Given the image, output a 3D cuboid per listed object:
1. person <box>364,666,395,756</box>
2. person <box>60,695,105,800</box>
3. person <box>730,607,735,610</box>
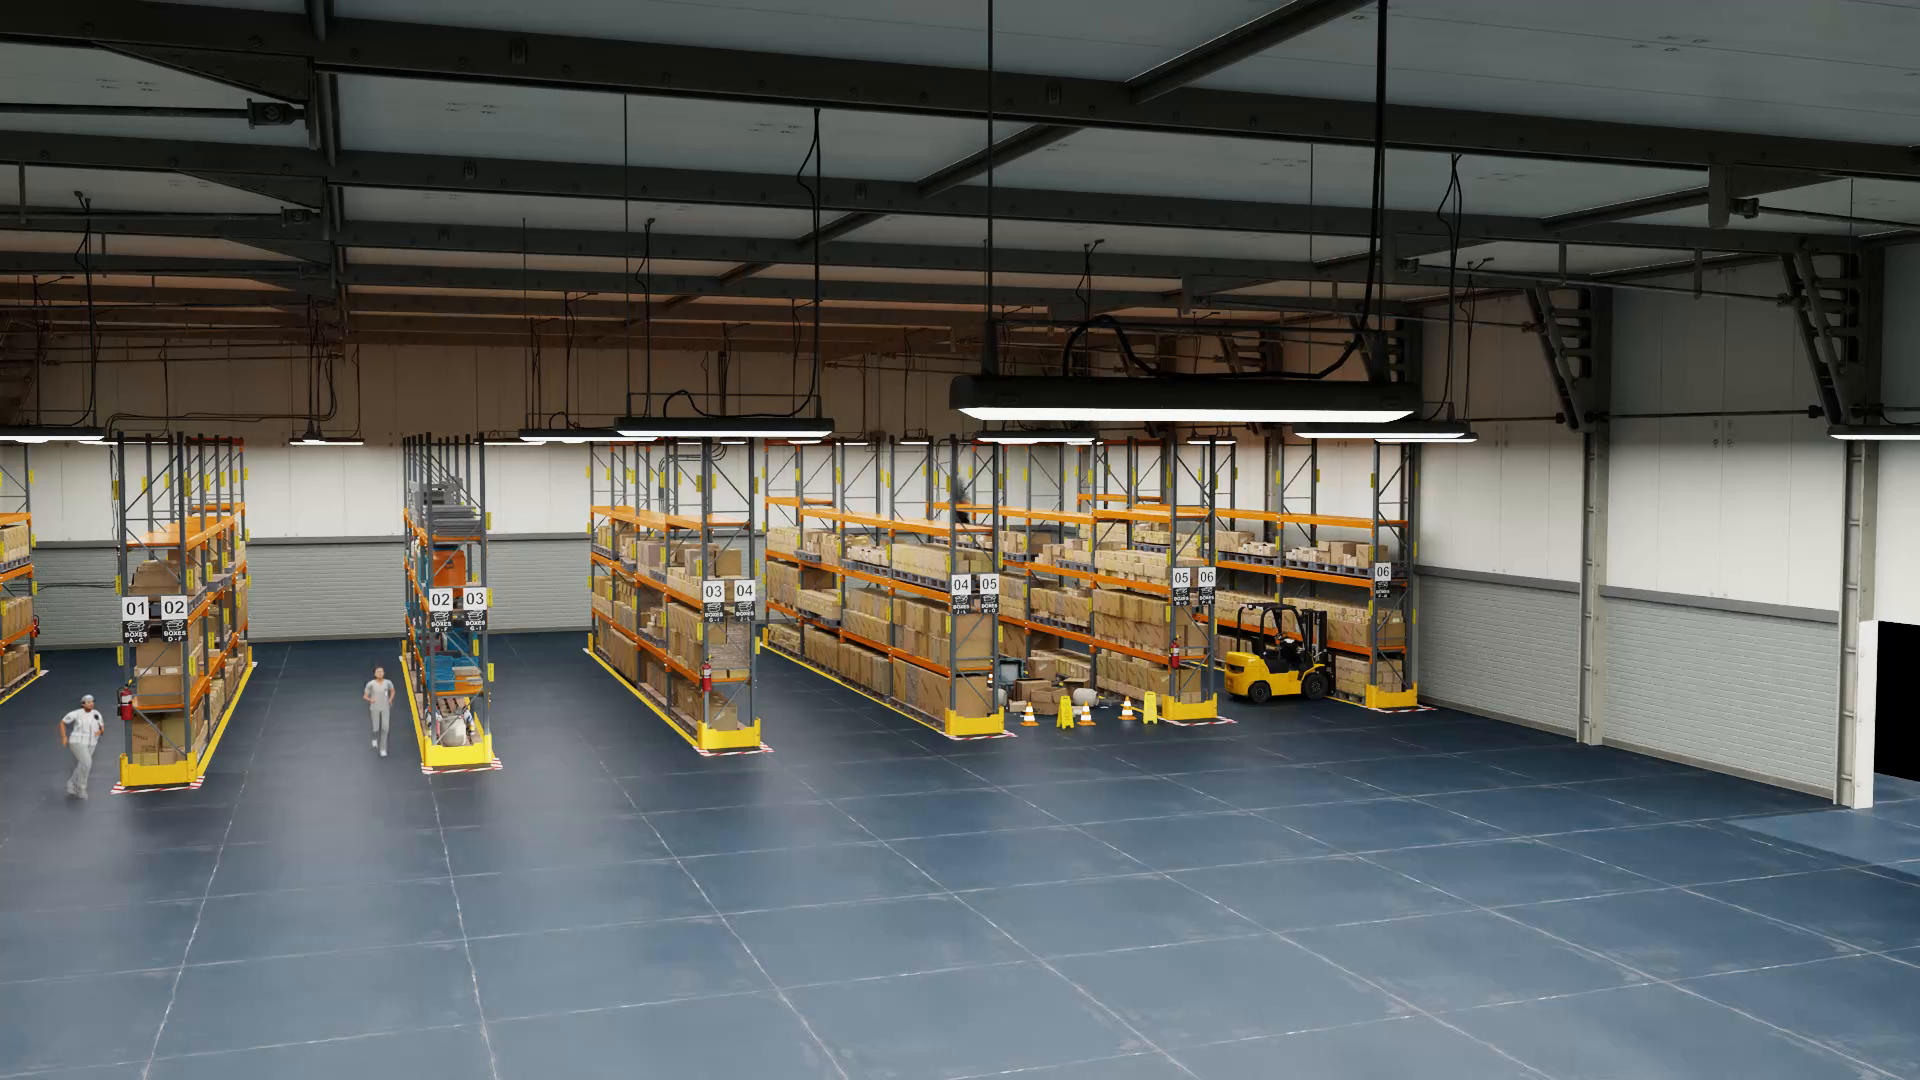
[{"bbox_3d":[-10.803,3.166,30.981,0.571,1.636,0.897,-2,4,-26],"label":"person"},{"bbox_3d":[-14.376,3.381,27.356,0.673,1.649,0.597,2,4,31],"label":"person"},{"bbox_3d":[-6.428,2.284,46.638,0.716,1.741,0.742,-1,3,-16],"label":"person"}]
